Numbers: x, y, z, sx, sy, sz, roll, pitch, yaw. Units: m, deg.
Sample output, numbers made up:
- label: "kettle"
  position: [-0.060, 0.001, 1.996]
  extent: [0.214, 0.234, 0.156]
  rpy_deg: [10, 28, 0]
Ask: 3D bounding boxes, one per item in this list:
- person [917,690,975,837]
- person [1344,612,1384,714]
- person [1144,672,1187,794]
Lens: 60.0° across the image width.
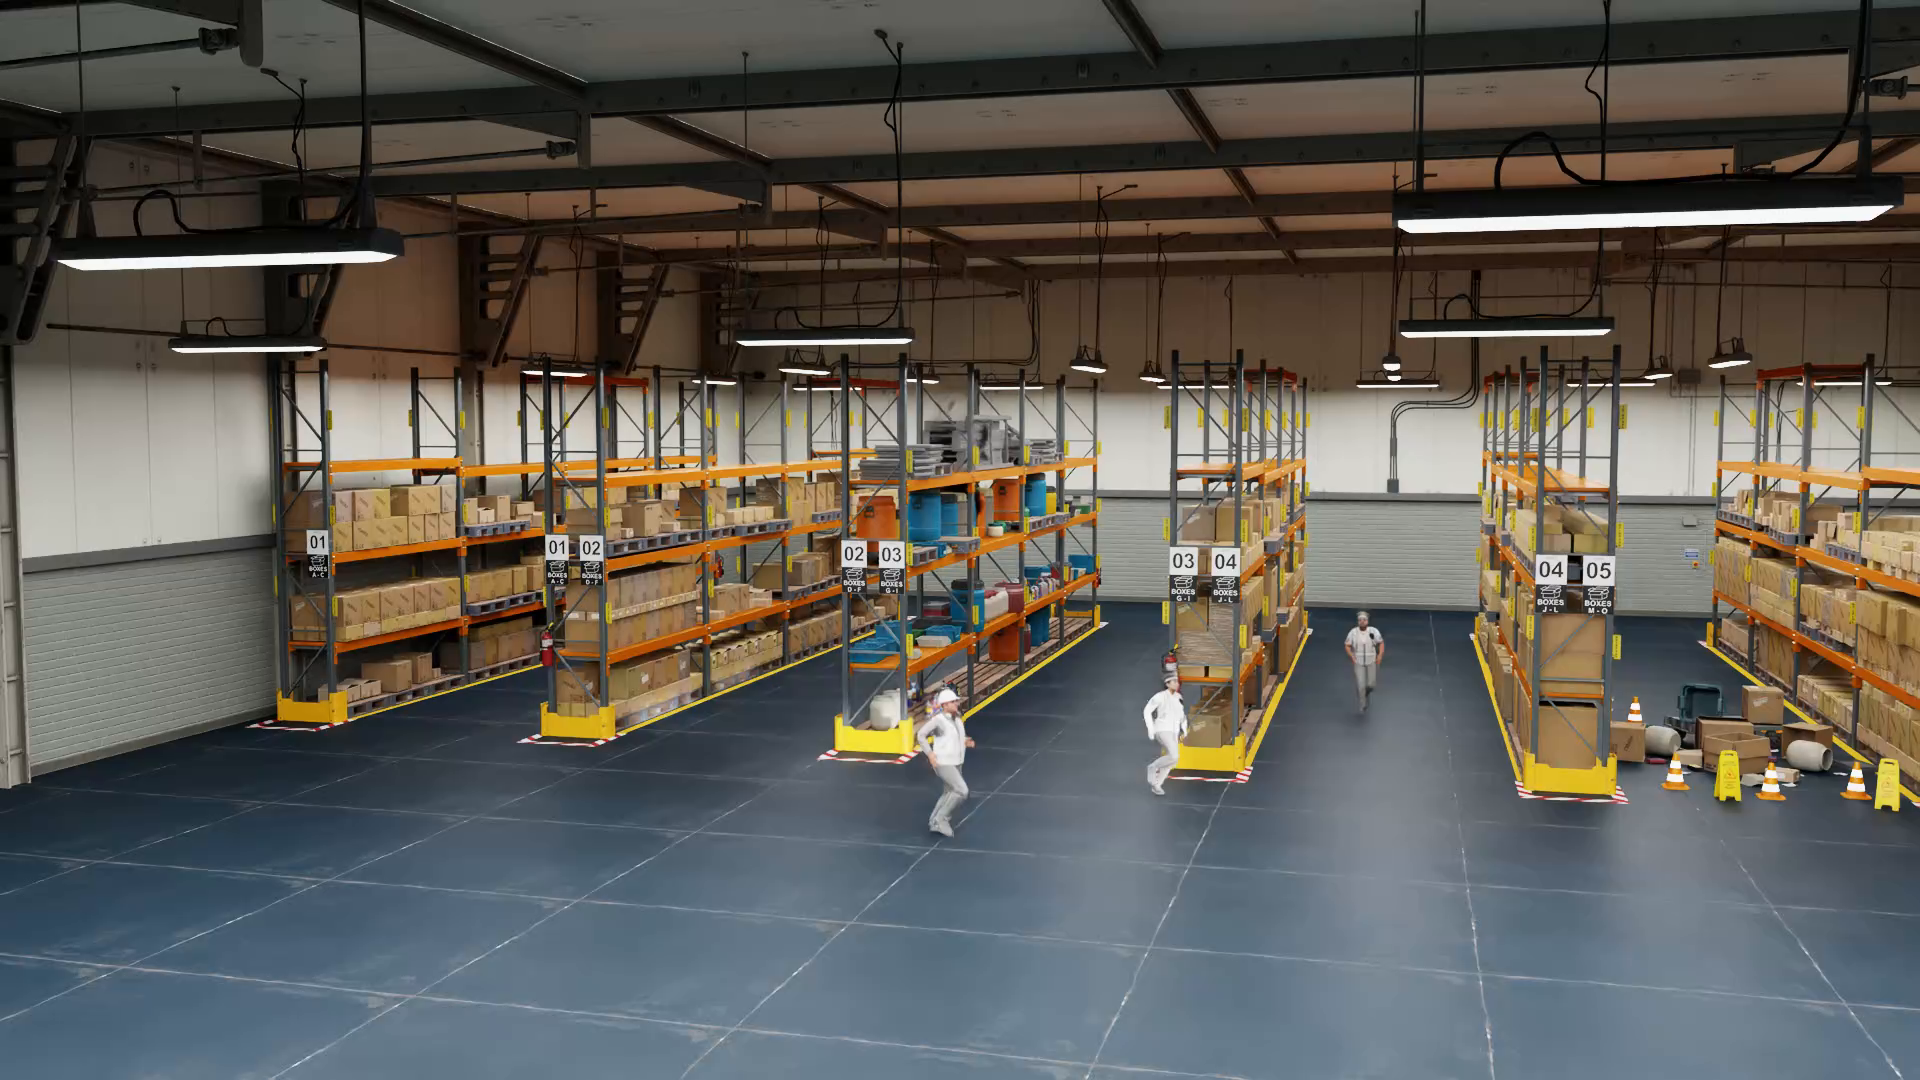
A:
- label: "person"
  position: [-0.109, 2.680, 19.980]
  extent: [0.642, 1.751, 0.644]
  rpy_deg: [2, 5, 30]
- label: "person"
  position: [6.913, 2.094, 28.440]
  extent: [0.667, 1.751, 0.504]
  rpy_deg: [1, 4, 12]
- label: "person"
  position: [2.842, 2.584, 22.344]
  extent: [0.638, 1.620, 0.499]
  rpy_deg: [-3, 5, -37]
